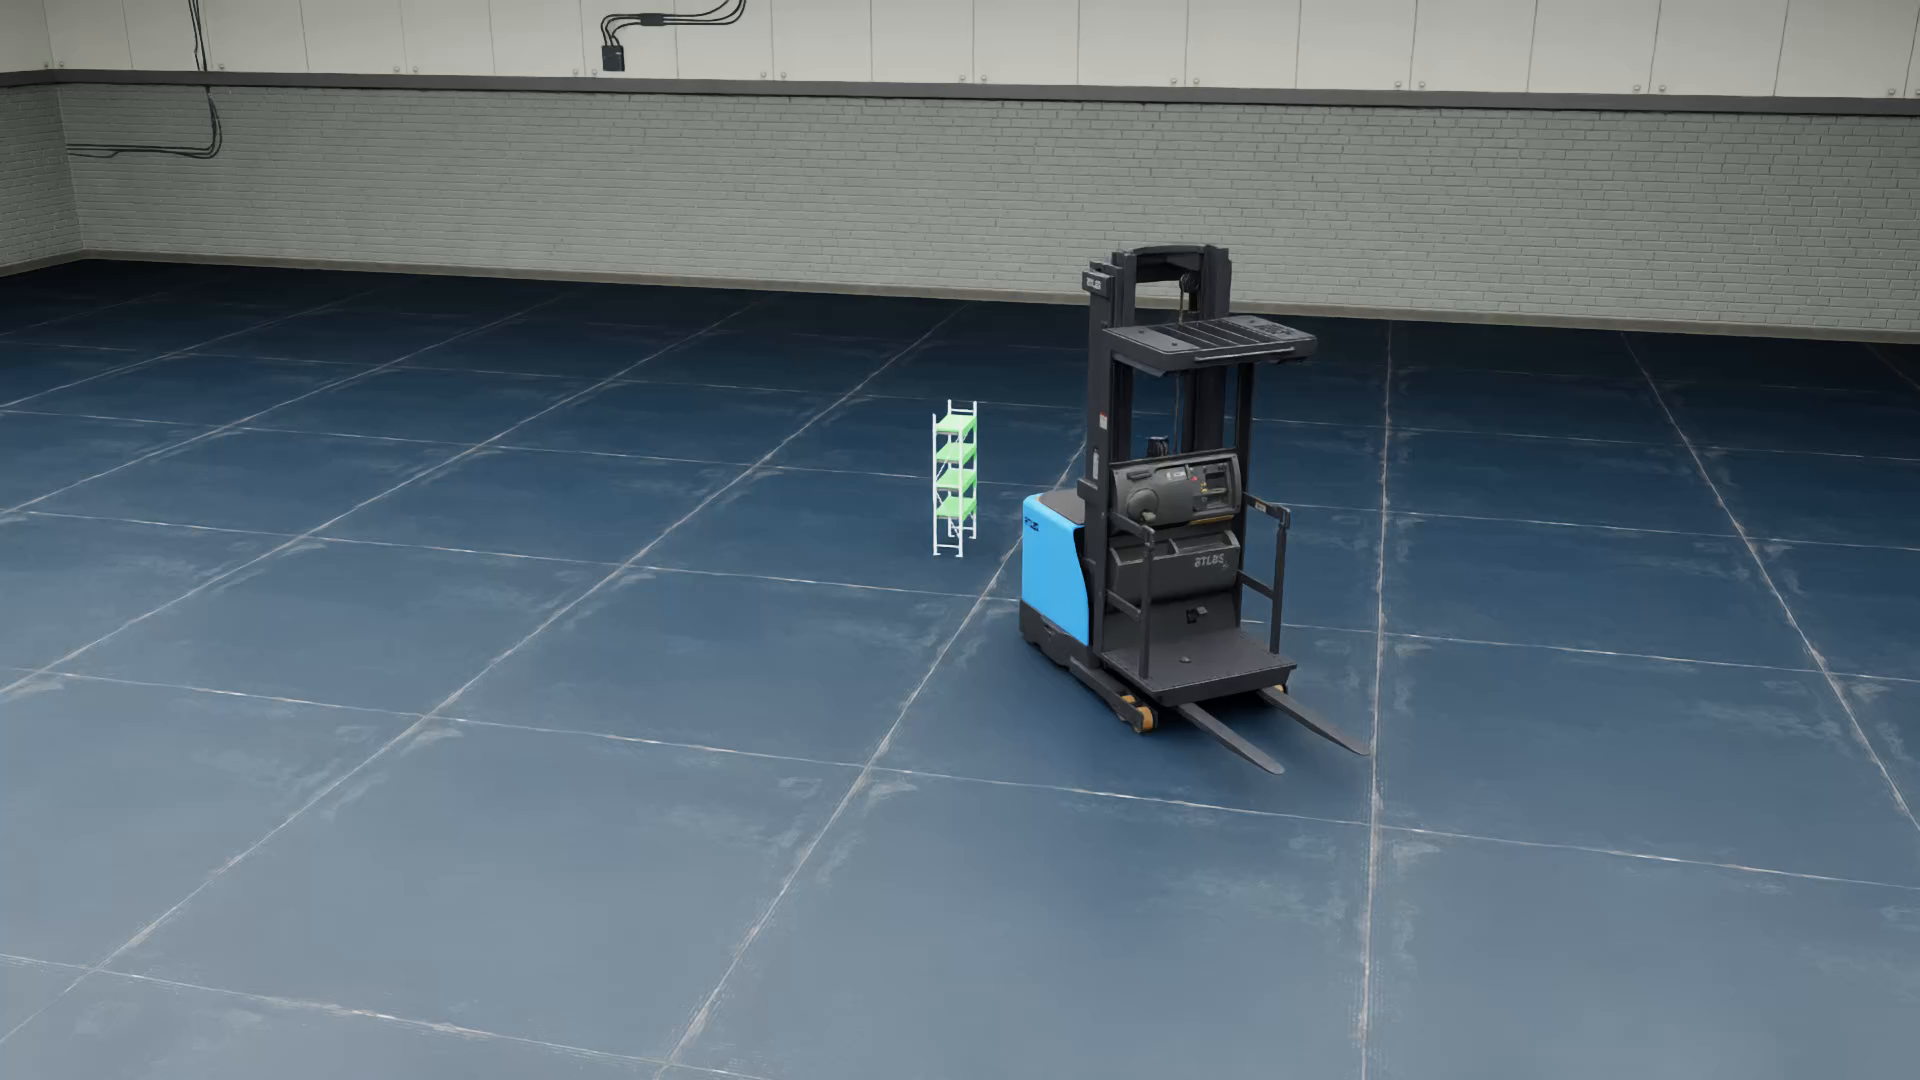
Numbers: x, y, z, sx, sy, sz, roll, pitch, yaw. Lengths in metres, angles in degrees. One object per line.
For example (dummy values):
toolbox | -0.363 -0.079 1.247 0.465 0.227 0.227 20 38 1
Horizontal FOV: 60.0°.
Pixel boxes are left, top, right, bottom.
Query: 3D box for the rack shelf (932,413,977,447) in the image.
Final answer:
rack shelf | -0.040 -0.910 13.707 0.258 0.148 0.480 5 19 13

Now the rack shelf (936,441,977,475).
rack shelf | -0.040 -0.683 13.785 0.258 0.148 0.480 5 19 13

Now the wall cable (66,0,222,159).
wall cable | -13.393 -7.432 26.830 3.097 2.526 0.112 5 19 13

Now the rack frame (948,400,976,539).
rack frame | 0.019 -0.592 14.066 0.240 1.200 0.015 5 19 13

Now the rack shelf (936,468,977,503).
rack shelf | -0.040 -0.455 13.862 0.258 0.148 0.480 5 19 13

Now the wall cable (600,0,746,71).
wall cable | -4.191 -9.757 23.568 2.305 6.003 0.169 5 19 13

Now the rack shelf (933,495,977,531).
rack shelf | -0.040 -0.228 13.940 0.258 0.148 0.480 5 19 13

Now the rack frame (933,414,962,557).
rack frame | -0.100 -0.439 13.618 0.240 1.200 0.015 5 19 13

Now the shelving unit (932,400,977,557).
shelving unit | -0.040 -0.516 13.842 0.258 1.200 0.503 5 19 13

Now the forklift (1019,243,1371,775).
forklift | 1.500 -0.318 10.585 1.130 2.935 3.031 -8 21 -23
